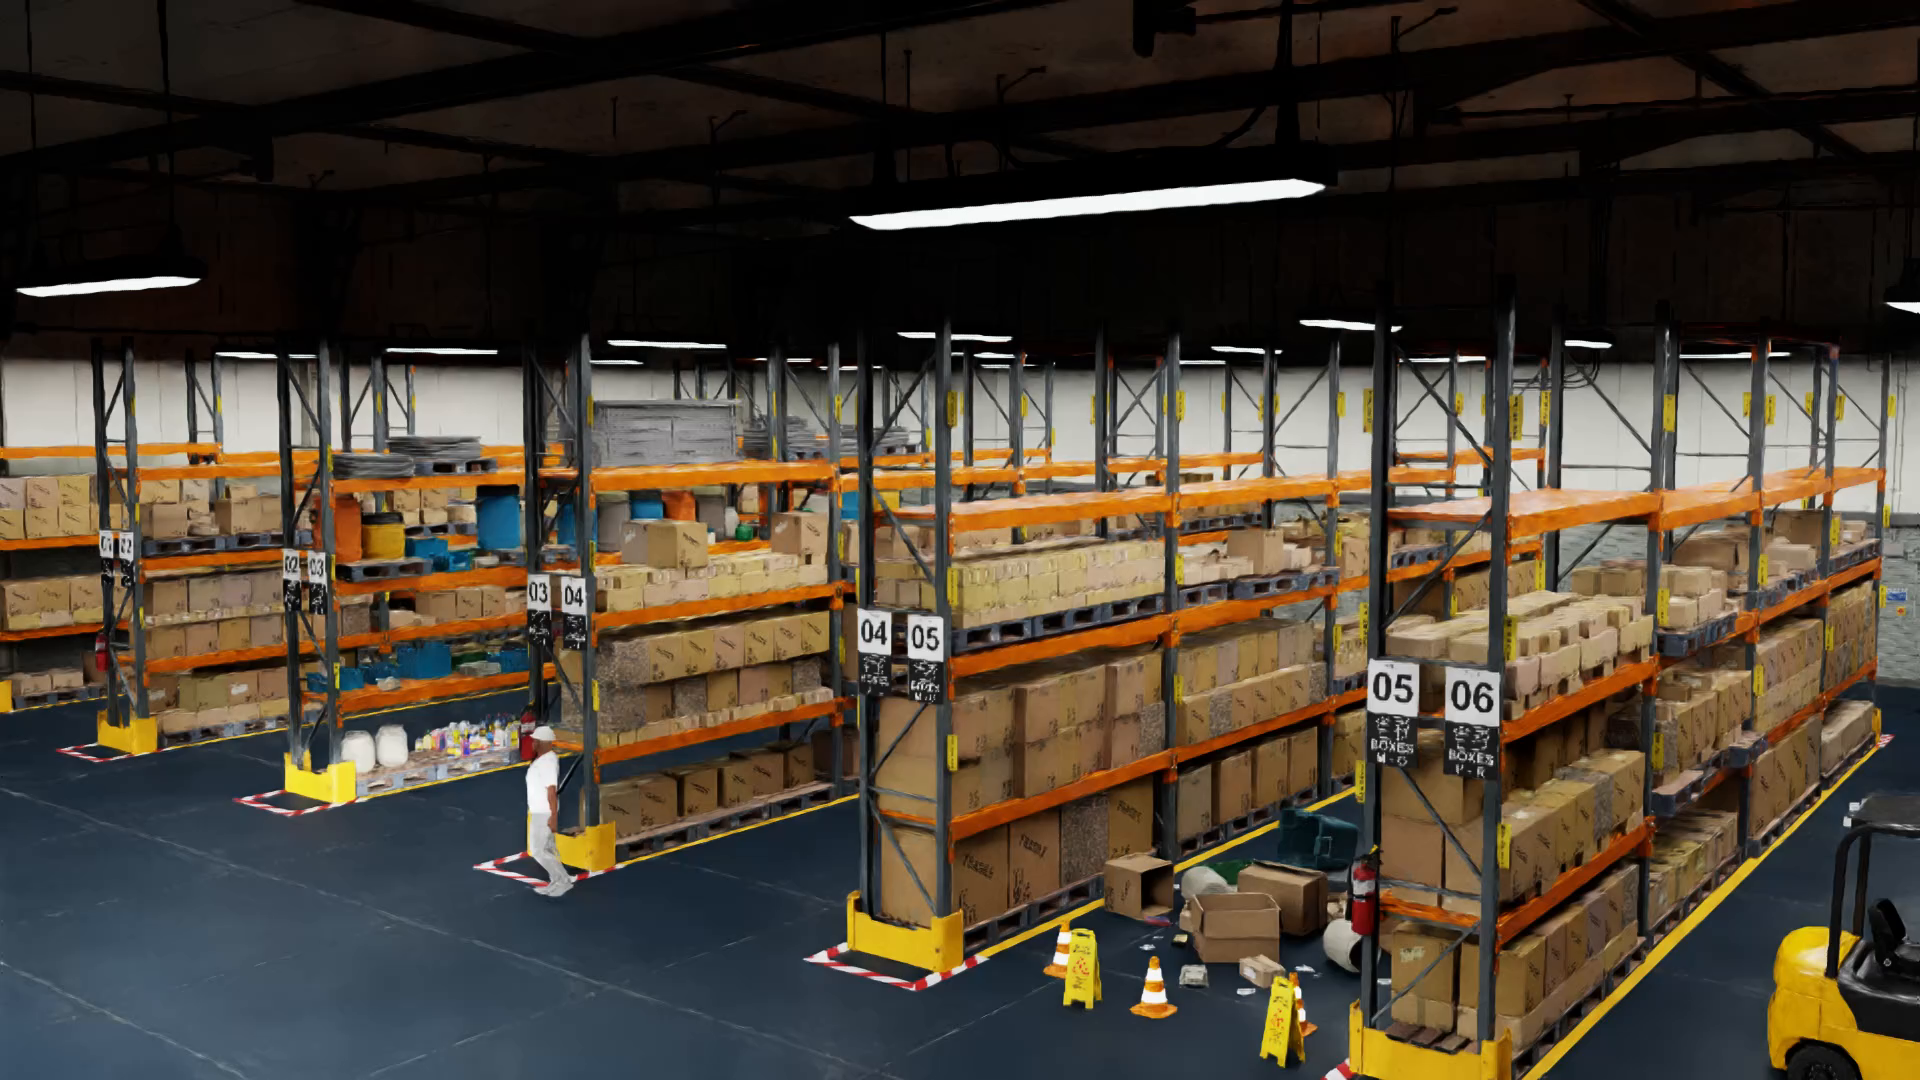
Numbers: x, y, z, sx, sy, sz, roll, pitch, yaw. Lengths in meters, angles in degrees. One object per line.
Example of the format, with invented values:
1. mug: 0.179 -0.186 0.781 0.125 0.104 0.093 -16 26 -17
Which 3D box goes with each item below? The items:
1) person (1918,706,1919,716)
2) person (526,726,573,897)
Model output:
1. person: 13.260 2.374 22.526 0.430 1.653 0.530 1 5 7
2. person: -4.236 2.767 17.156 0.458 1.695 0.670 -1 5 -10
